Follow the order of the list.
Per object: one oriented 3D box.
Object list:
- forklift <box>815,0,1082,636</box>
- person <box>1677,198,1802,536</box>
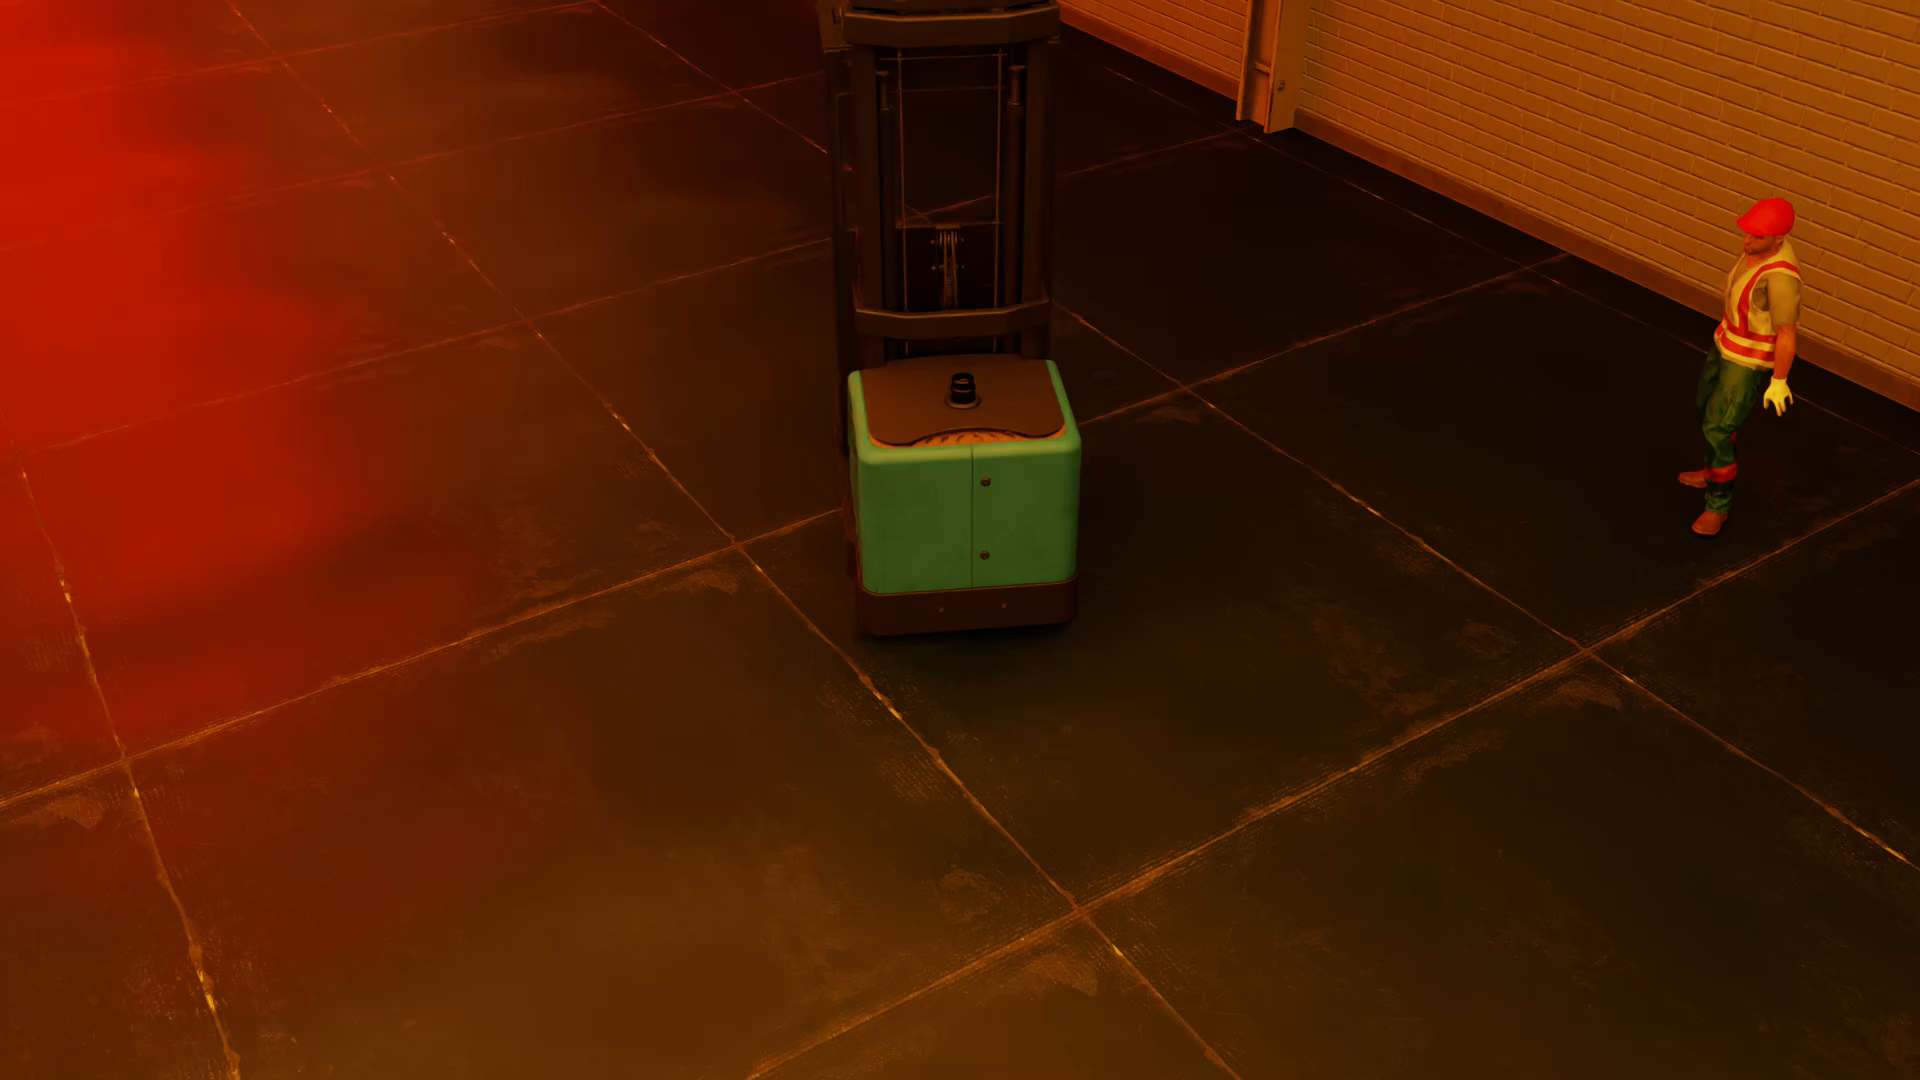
[{"bbox_3d":[-0.116,-1.577,8.392,1.130,2.935,3.031,-4,35,-5],"label":"forklift"},{"bbox_3d":[4.011,-0.954,8.554,0.455,1.747,0.880,4,35,5],"label":"person"}]
